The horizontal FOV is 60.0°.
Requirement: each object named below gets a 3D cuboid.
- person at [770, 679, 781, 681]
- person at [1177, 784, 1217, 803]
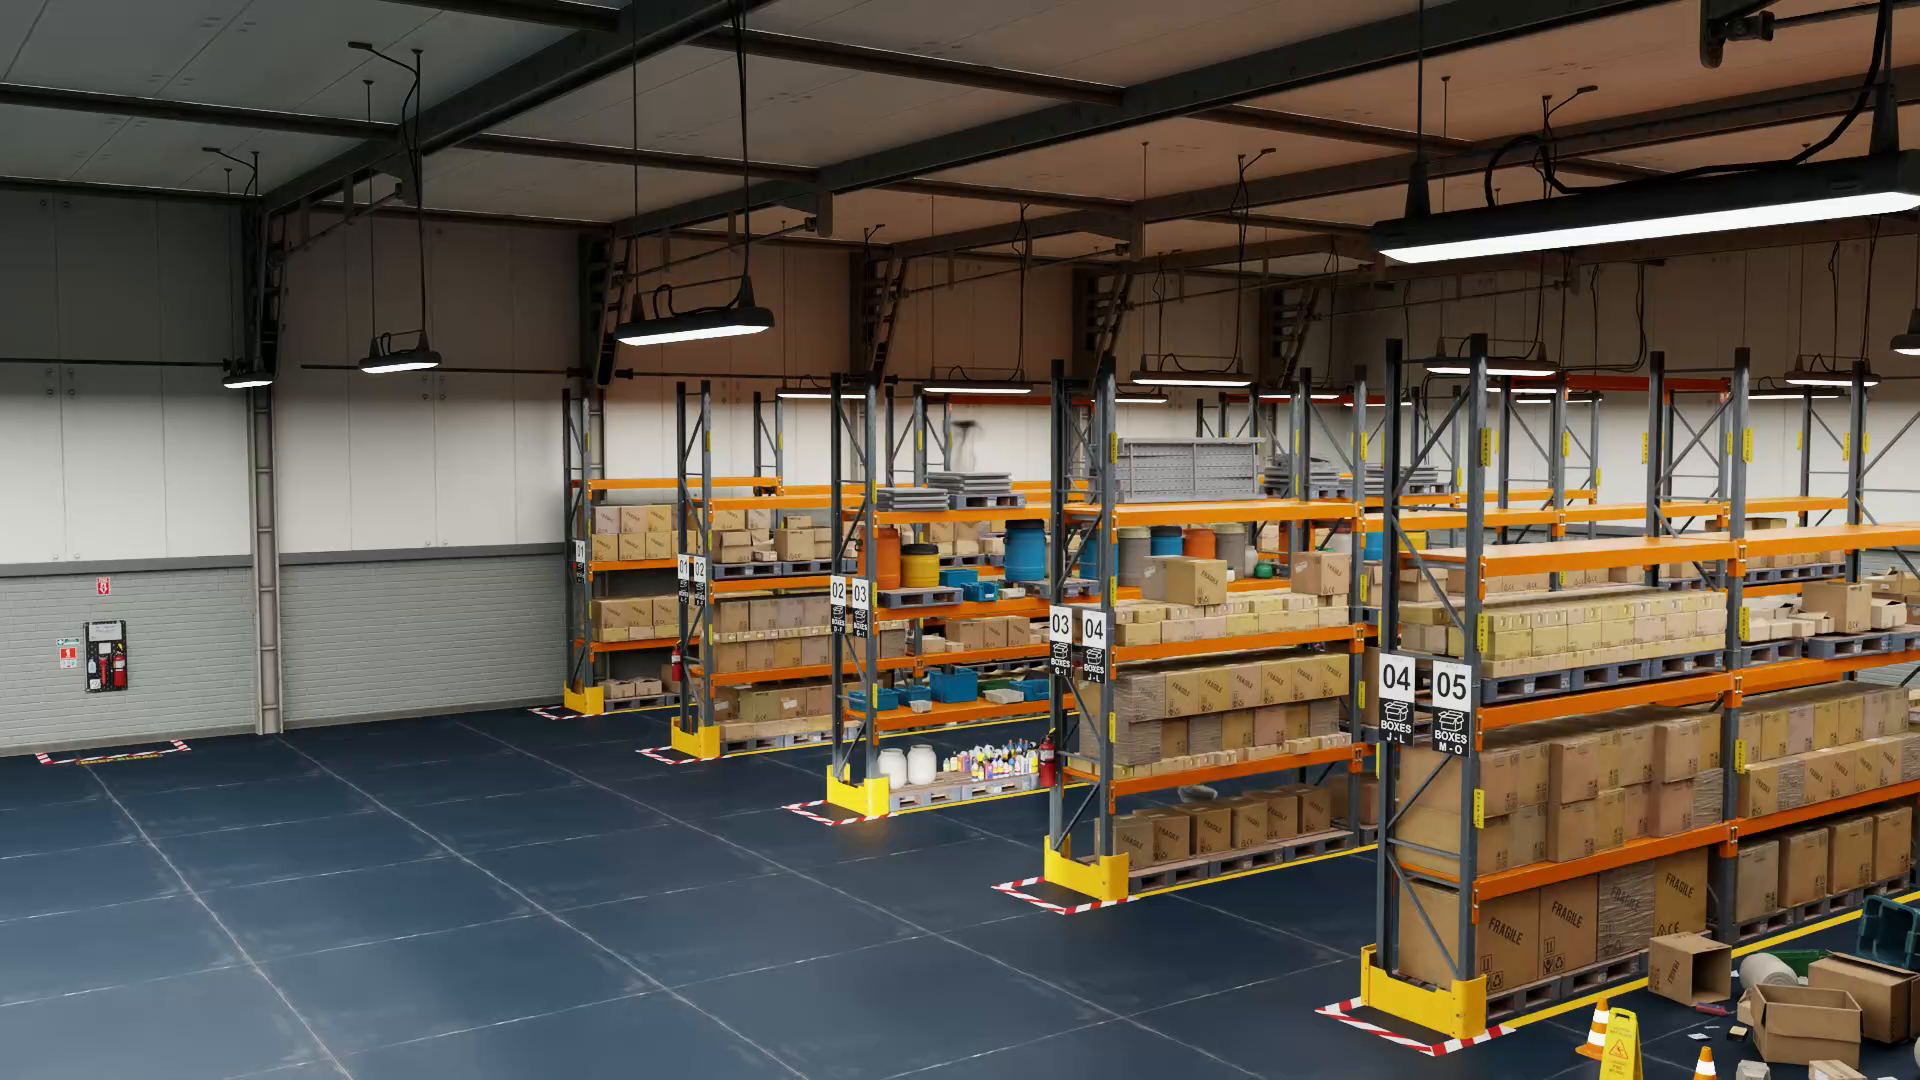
[{"bbox_3d":[-3.309,2.408,30.285,0.618,1.681,1.023,3,5,40],"label":"person"},{"bbox_3d":[3.129,2.941,22.102,0.572,1.630,0.566,-2,4,-30],"label":"person"}]
